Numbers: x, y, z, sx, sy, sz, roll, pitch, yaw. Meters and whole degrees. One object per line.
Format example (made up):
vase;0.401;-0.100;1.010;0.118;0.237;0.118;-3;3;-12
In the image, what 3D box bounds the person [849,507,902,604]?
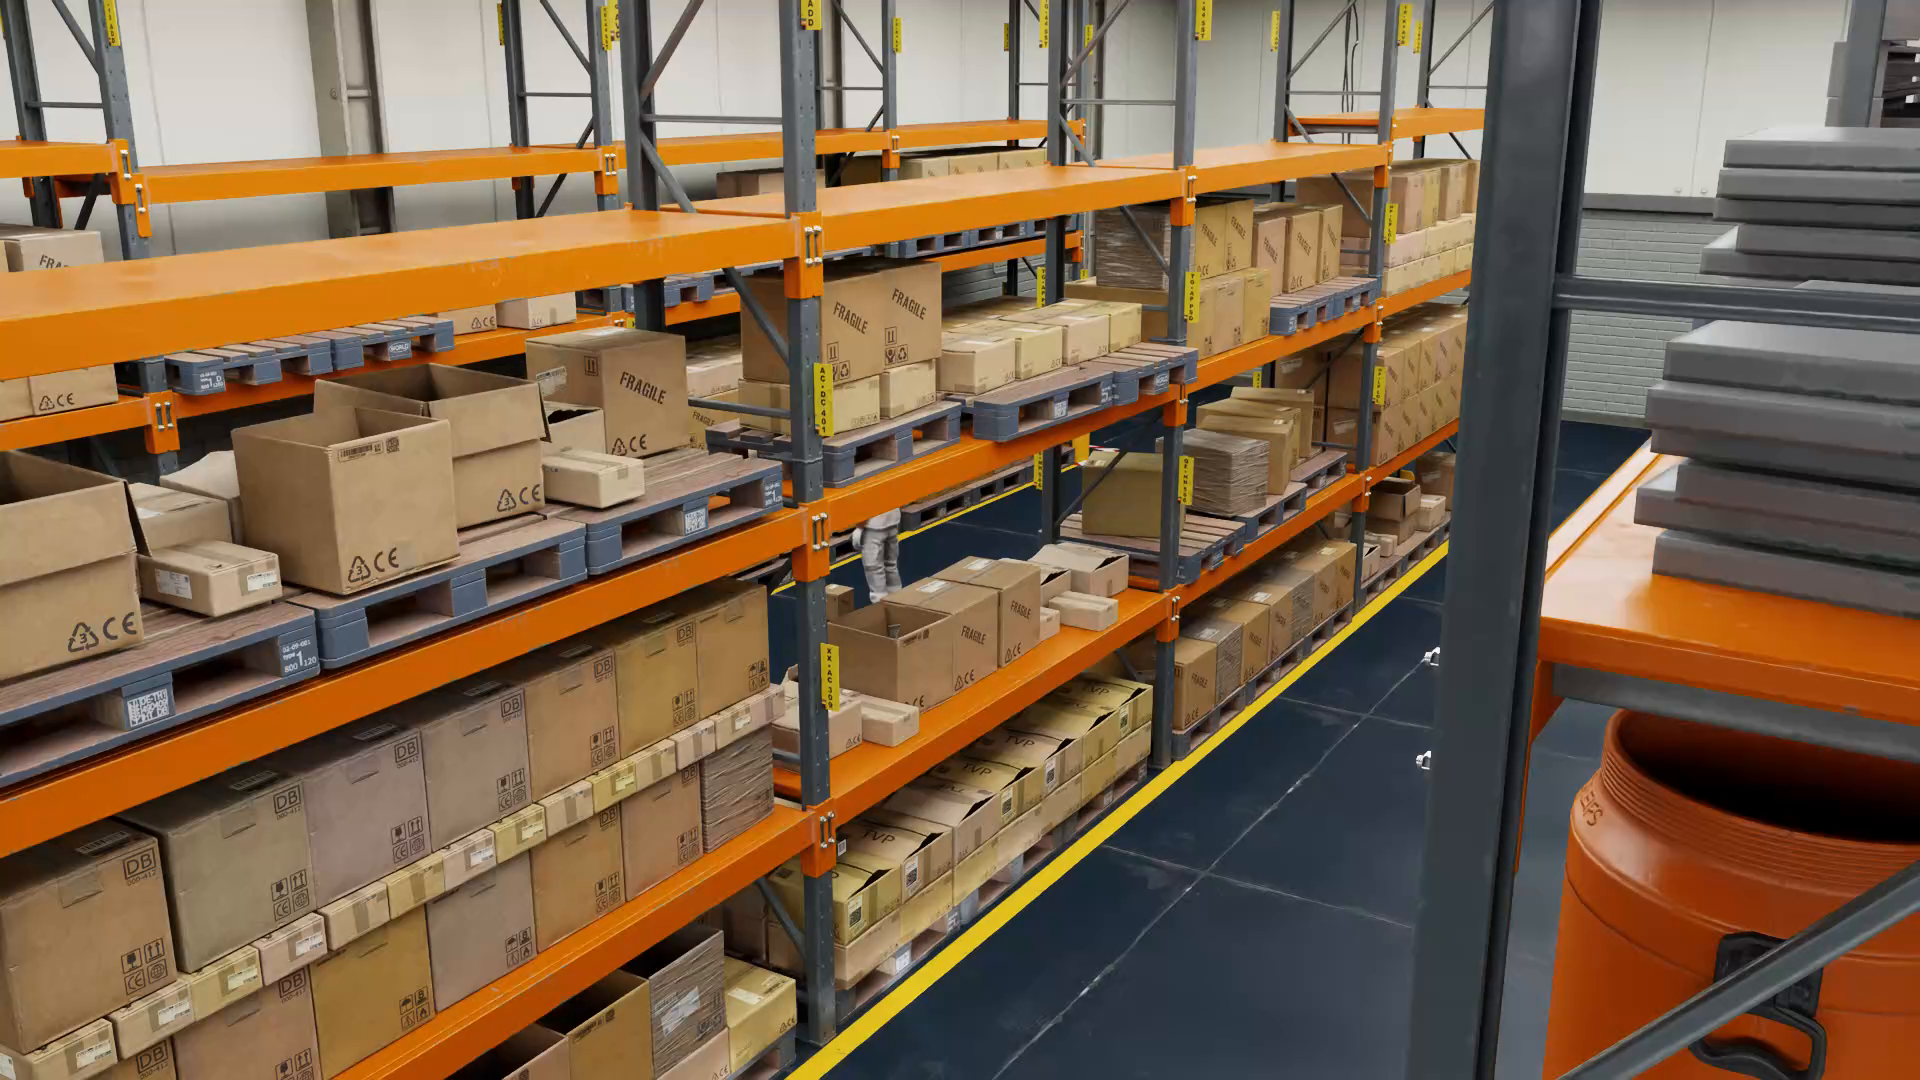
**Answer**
person;-0.719;-0.107;14.355;0.337;1.790;0.536;10;19;32
